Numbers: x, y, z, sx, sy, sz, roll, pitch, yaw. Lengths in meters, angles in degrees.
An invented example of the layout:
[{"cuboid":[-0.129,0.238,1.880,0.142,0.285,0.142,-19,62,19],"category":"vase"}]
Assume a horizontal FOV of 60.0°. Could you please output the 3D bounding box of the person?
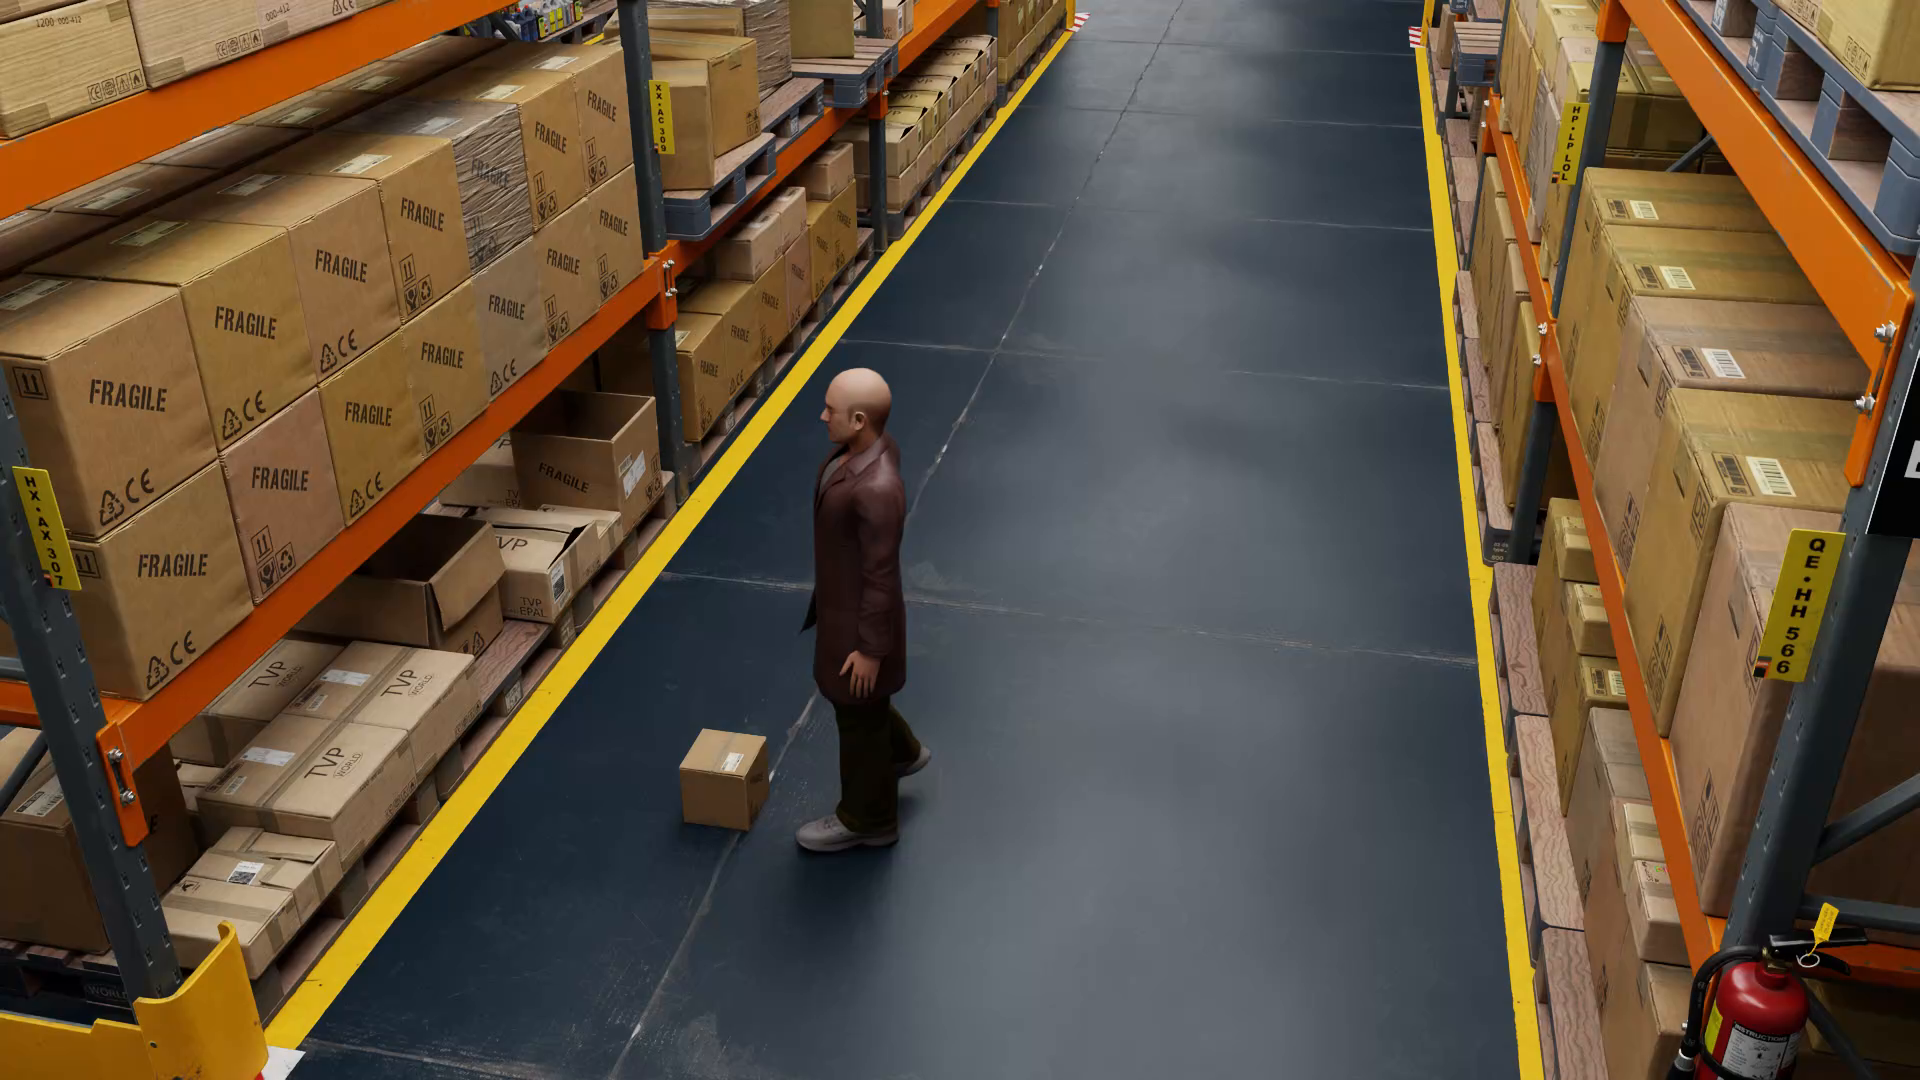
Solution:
[{"cuboid":[-0.342,0.269,5.649,0.515,1.816,0.620,-3,29,-5],"category":"person"}]
